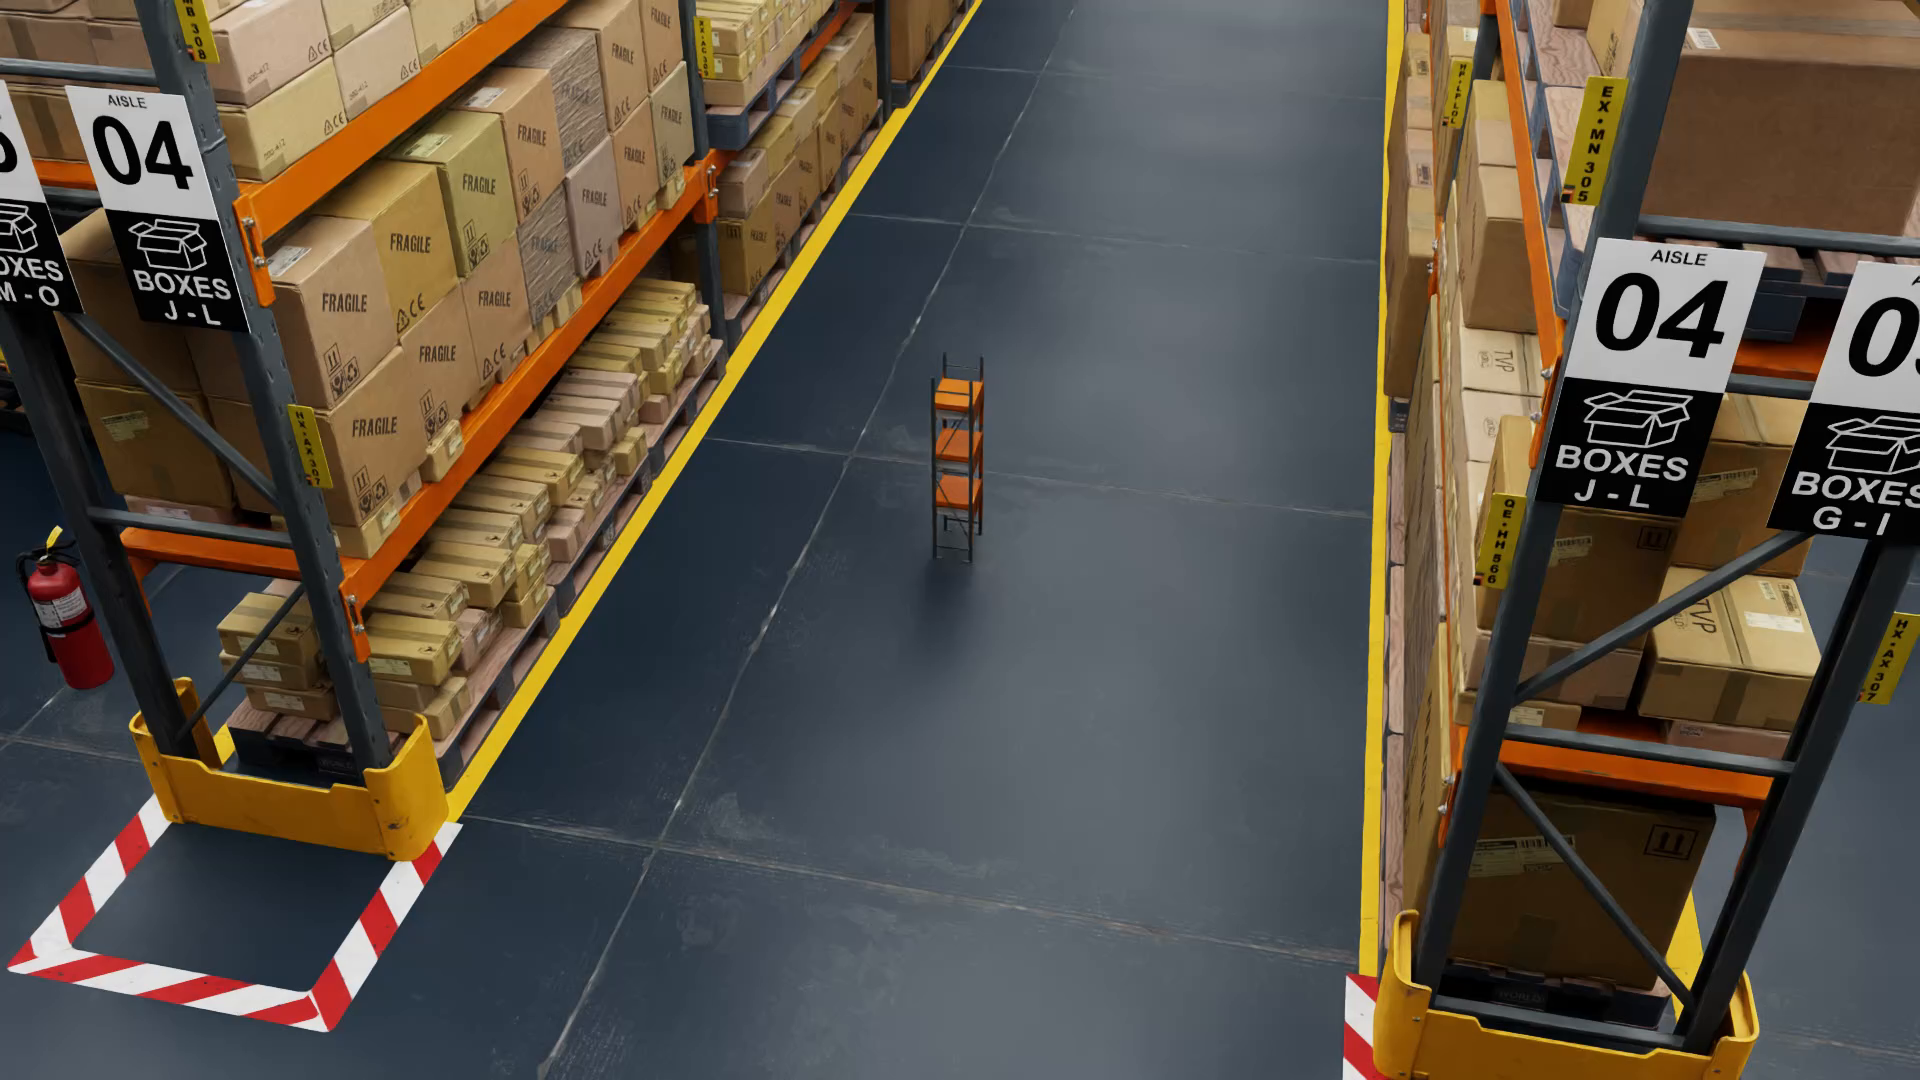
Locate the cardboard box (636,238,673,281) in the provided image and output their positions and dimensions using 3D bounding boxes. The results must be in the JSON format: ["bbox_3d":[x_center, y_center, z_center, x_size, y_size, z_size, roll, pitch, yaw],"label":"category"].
[{"bbox_3d":[-1.980,-1.941,10.414,0.500,0.500,0.500,7,36,9],"label":"cardboard box"}]

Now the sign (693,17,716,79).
[{"bbox_3d":[-1.360,-2.614,8.833,0.100,0.325,0.005,7,37,10],"label":"sign"}]

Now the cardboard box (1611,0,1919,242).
[{"bbox_3d":[2.137,-1.124,4.431,0.700,0.500,0.500,5,36,7],"label":"cardboard box"}]

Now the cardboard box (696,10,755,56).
[{"bbox_3d":[-1.358,-2.804,9.183,0.380,0.149,0.250,9,37,12],"label":"cardboard box"}]

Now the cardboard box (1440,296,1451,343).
[{"bbox_3d":[2.378,-0.965,7.510,0.380,0.149,0.250,6,36,9],"label":"cardboard box"}]

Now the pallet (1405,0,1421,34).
[{"bbox_3d":[4.476,-4.658,14.767,1.003,0.211,1.213,7,37,10],"label":"pallet"}]

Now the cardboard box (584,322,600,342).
[{"bbox_3d":[-2.248,-1.139,9.354,0.380,0.149,0.250,8,37,10],"label":"cardboard box"}]

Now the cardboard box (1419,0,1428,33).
[{"bbox_3d":[4.250,-4.458,13.871,0.700,0.500,0.500,4,36,6],"label":"cardboard box"}]

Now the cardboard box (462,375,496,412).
[{"bbox_3d":[-2.229,-0.693,7.135,0.380,0.149,0.250,7,37,10],"label":"cardboard box"}]

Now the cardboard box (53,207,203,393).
[{"bbox_3d":[-2.891,-0.893,6.006,0.500,0.500,0.500,7,36,9],"label":"cardboard box"}]

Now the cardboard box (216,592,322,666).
[{"bbox_3d":[-2.880,0.374,7.012,0.380,0.149,0.250,8,37,11],"label":"cardboard box"}]

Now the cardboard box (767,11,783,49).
[{"bbox_3d":[-1.250,-2.981,9.679,0.380,0.149,0.250,8,37,11],"label":"cardboard box"}]

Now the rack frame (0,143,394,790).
[{"bbox_3d":[-2.746,-0.034,6.011,1.000,3.000,0.127,7,37,10],"label":"rack frame"}]

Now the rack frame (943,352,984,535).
[{"bbox_3d":[0.015,-0.464,8.266,0.200,1.050,0.008,7,37,10],"label":"rack frame"}]

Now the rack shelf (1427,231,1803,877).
[{"bbox_3d":[2.505,-0.209,6.866,1.077,0.370,4.000,7,37,10],"label":"rack shelf"}]

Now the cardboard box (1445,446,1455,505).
[{"bbox_3d":[2.104,-0.232,6.499,0.380,0.149,0.250,7,37,10],"label":"cardboard box"}]

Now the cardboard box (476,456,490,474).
[{"bbox_3d":[-2.600,-0.411,8.349,0.380,0.149,0.250,8,37,10],"label":"cardboard box"}]

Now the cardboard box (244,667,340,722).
[{"bbox_3d":[-2.837,0.623,7.176,0.380,0.149,0.250,8,37,11],"label":"cardboard box"}]

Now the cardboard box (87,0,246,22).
[{"bbox_3d":[-2.454,-1.709,5.127,0.380,0.149,0.250,7,37,10],"label":"cardboard box"}]

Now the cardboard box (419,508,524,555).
[{"bbox_3d":[-2.210,-0.002,7.532,0.380,0.149,0.250,6,36,8],"label":"cardboard box"}]

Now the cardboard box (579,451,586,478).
[{"bbox_3d":[-2.094,-0.351,8.267,0.380,0.149,0.250,9,37,12],"label":"cardboard box"}]

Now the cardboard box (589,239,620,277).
[{"bbox_3d":[-1.896,-1.421,8.139,0.380,0.149,0.250,6,36,8],"label":"cardboard box"}]

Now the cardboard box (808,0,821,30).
[{"bbox_3d":[-1.084,-3.313,10.391,0.380,0.149,0.250,7,36,9],"label":"cardboard box"}]

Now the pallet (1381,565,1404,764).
[{"bbox_3d":[2.435,0.610,7.499,1.003,0.211,1.213,7,37,10],"label":"pallet"}]

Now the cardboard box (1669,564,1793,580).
[{"bbox_3d":[2.549,0.046,5.775,0.500,0.250,0.500,7,37,9],"label":"cardboard box"}]

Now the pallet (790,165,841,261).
[{"bbox_3d":[-1.468,-2.346,11.577,1.003,0.211,1.213,7,37,10],"label":"pallet"}]

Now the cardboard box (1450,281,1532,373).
[{"bbox_3d":[2.360,-0.888,7.064,0.500,0.250,0.500,8,37,11],"label":"cardboard box"}]

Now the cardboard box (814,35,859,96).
[{"bbox_3d":[-1.024,-3.366,11.741,0.500,0.250,0.500,8,37,11],"label":"cardboard box"}]

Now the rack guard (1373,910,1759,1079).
[{"bbox_3d":[2.073,1.672,5.787,1.175,0.500,0.348,7,37,10],"label":"rack guard"}]

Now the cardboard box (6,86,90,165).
[{"bbox_3d":[-2.907,-1.481,5.580,0.500,0.250,0.500,7,36,9],"label":"cardboard box"}]

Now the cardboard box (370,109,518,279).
[{"bbox_3d":[-2.156,-1.409,6.718,0.500,0.500,0.500,7,36,9],"label":"cardboard box"}]

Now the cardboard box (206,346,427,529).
[{"bbox_3d":[-2.380,-0.417,6.201,0.500,0.500,0.500,9,37,12],"label":"cardboard box"}]

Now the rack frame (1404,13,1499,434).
[{"bbox_3d":[2.932,-1.647,8.237,1.000,3.000,0.127,7,37,10],"label":"rack frame"}]

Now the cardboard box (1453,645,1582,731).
[{"bbox_3d":[1.832,0.502,5.485,0.380,0.149,0.250,8,37,11],"label":"cardboard box"}]

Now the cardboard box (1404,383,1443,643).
[{"bbox_3d":[2.521,-0.073,7.517,0.875,0.875,0.875,7,37,10],"label":"cardboard box"}]

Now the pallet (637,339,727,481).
[{"bbox_3d":[-2.000,-0.808,9.456,1.003,0.211,1.213,7,37,10],"label":"pallet"}]

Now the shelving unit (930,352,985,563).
[{"bbox_3d":[-0.011,-0.394,8.170,0.215,1.050,0.252,7,37,10],"label":"shelving unit"}]

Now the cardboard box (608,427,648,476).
[{"bbox_3d":[-1.863,-0.482,8.700,0.380,0.149,0.250,7,37,10],"label":"cardboard box"}]

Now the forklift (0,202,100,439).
[{"bbox_3d":[-5.003,-2.065,8.872,3.031,2.935,1.130,10,37,13],"label":"forklift"}]

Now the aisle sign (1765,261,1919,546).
[{"bbox_3d":[2.356,-0.328,4.201,0.394,0.787,0.004,7,37,10],"label":"aisle sign"}]

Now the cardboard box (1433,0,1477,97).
[{"bbox_3d":[3.094,-2.860,9.825,0.500,0.500,0.500,7,37,10],"label":"cardboard box"}]

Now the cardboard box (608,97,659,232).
[{"bbox_3d":[-1.831,-1.878,8.216,0.500,0.500,0.500,6,36,9],"label":"cardboard box"}]

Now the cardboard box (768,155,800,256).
[{"bbox_3d":[-1.363,-2.179,10.742,0.500,0.500,0.500,9,37,12],"label":"cardboard box"}]

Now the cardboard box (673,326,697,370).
[{"bbox_3d":[-1.694,-1.086,9.280,0.380,0.149,0.250,6,36,8],"label":"cardboard box"}]

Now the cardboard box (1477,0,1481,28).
[{"bbox_3d":[3.336,-3.211,9.455,0.797,0.503,0.637,8,37,11],"label":"cardboard box"}]

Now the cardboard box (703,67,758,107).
[{"bbox_3d":[-1.358,-2.563,9.357,0.380,0.149,0.250,6,36,8],"label":"cardboard box"}]

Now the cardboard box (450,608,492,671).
[{"bbox_3d":[-2.270,0.412,7.214,0.380,0.149,0.250,7,37,10],"label":"cardboard box"}]

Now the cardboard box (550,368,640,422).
[{"bbox_3d":[-1.875,-0.746,8.558,0.380,0.149,0.250,6,36,8],"label":"cardboard box"}]

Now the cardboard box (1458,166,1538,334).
[{"bbox_3d":[2.361,-1.188,6.838,0.500,0.500,0.500,6,36,8],"label":"cardboard box"}]

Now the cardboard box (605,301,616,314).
[{"bbox_3d":[-2.168,-1.412,9.477,0.380,0.149,0.250,9,37,12],"label":"cardboard box"}]

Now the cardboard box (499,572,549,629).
[{"bbox_3d":[-2.137,0.254,7.685,0.380,0.149,0.250,8,37,11],"label":"cardboard box"}]
